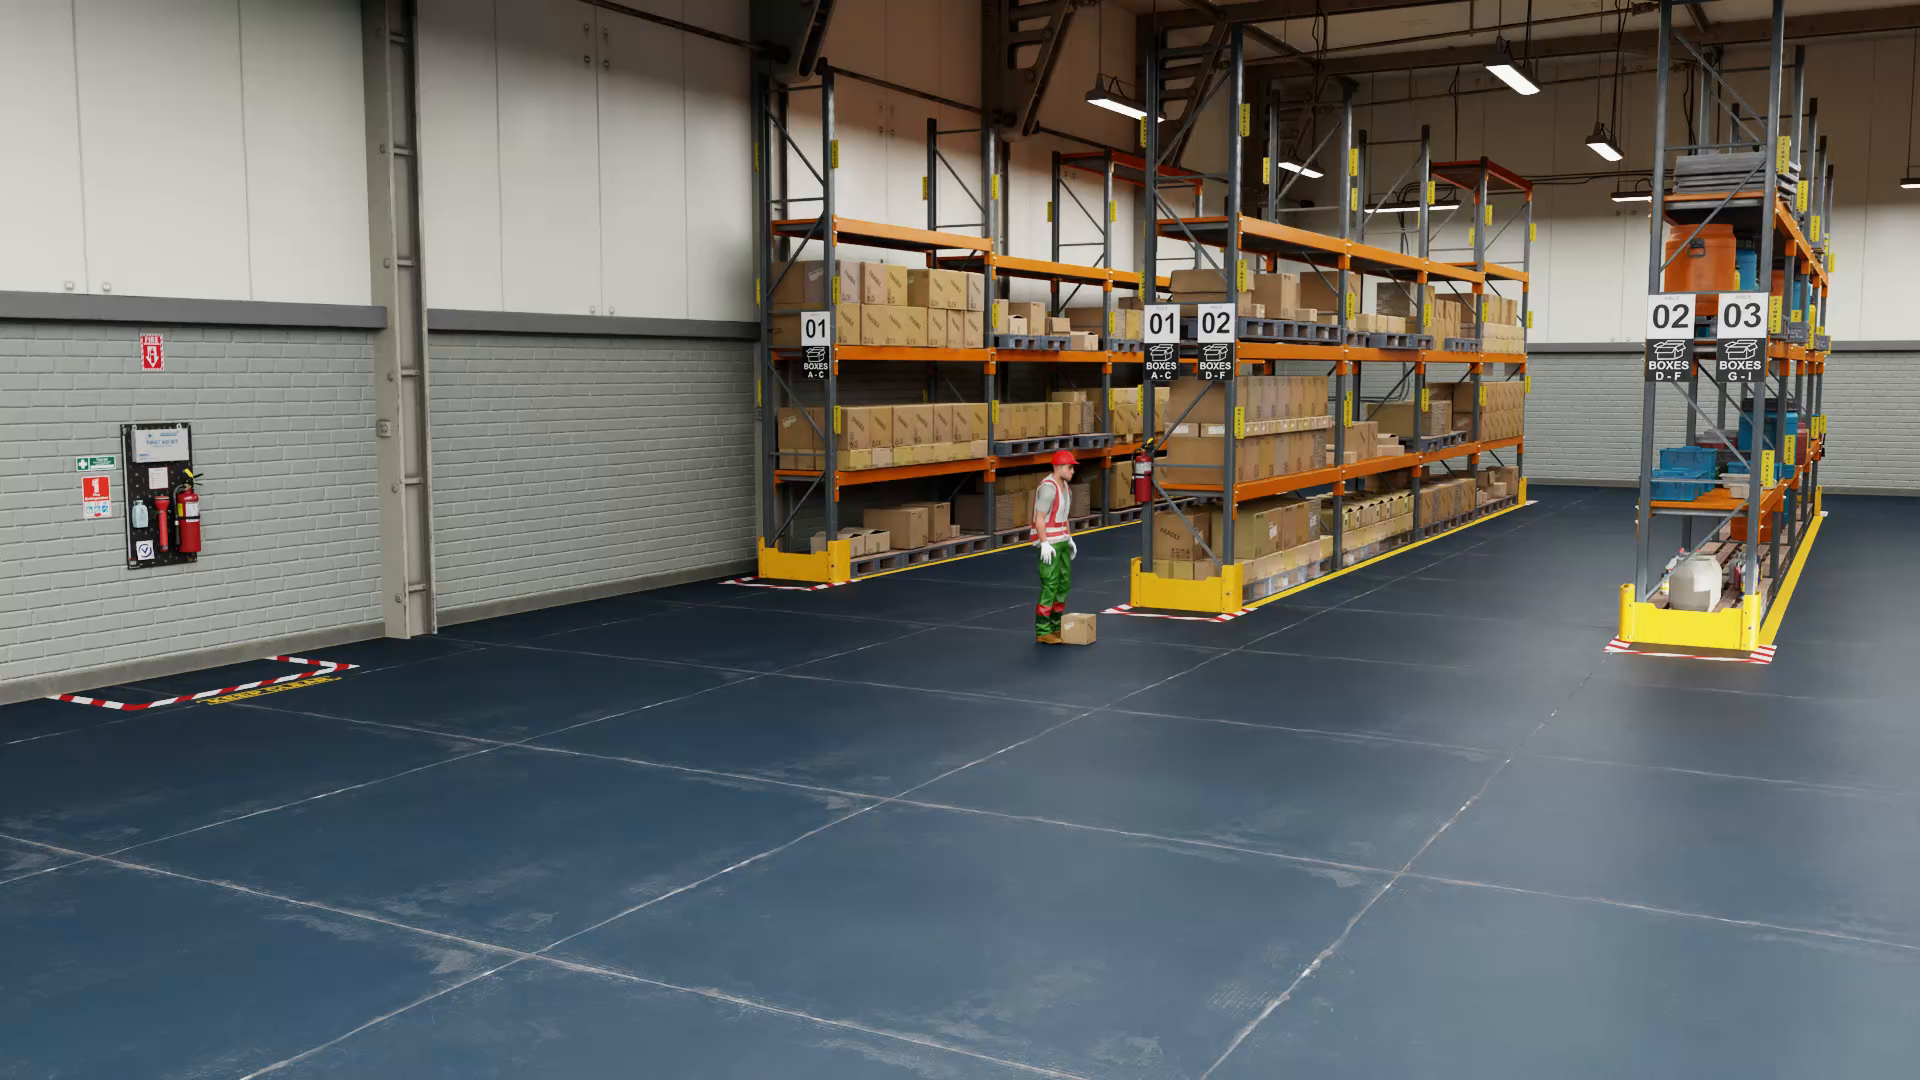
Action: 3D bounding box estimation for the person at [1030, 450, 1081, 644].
[{"bbox_3d":[0.895,0.054,15.472,0.448,1.780,0.609,3,7,29],"label":"person"}]
